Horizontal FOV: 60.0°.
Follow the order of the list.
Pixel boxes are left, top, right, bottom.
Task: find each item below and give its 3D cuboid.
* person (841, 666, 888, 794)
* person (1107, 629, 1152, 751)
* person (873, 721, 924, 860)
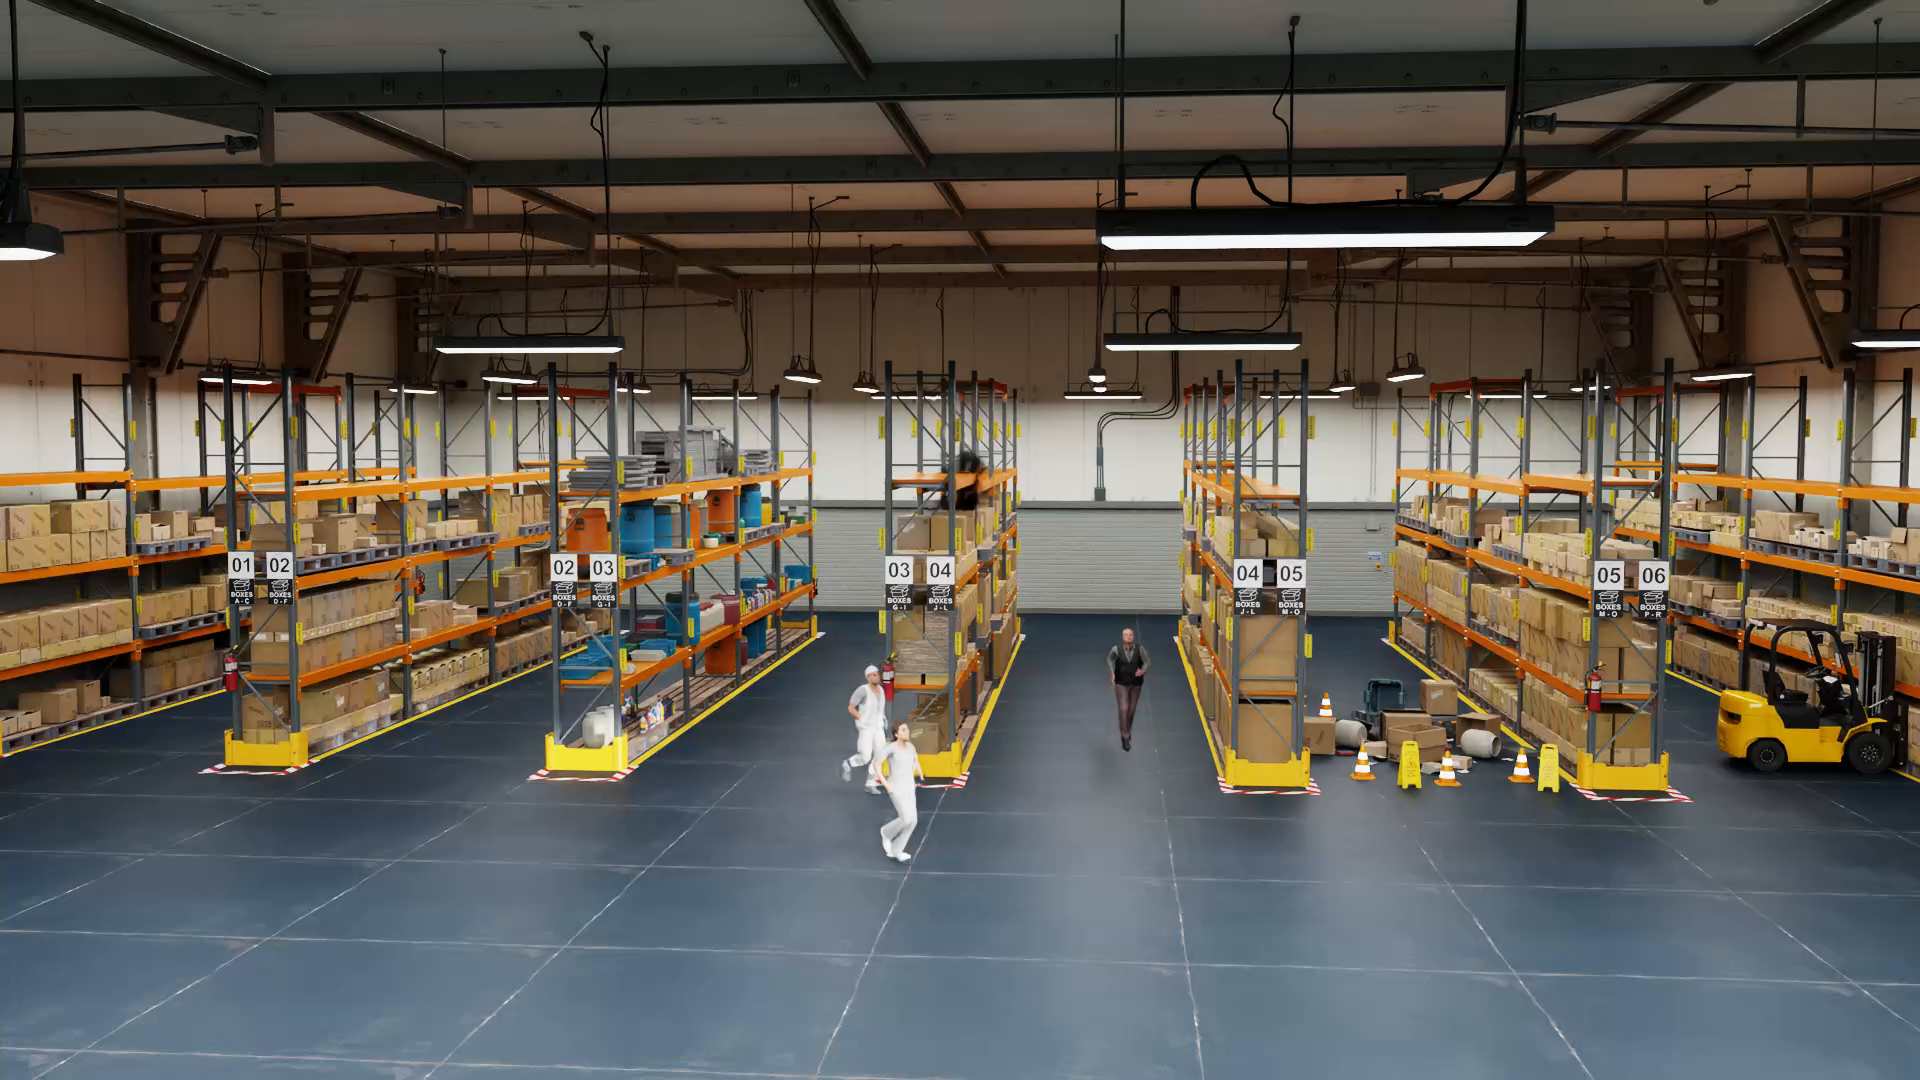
[{"bbox_3d":[-1.275,2.615,23.125,0.684,1.750,0.764,-3,5,-43],"label":"person"},{"bbox_3d":[2.548,2.219,25.004,0.650,1.794,0.762,0,4,-4],"label":"person"},{"bbox_3d":[-0.665,2.912,19.318,0.519,1.625,0.622,4,5,45],"label":"person"}]
